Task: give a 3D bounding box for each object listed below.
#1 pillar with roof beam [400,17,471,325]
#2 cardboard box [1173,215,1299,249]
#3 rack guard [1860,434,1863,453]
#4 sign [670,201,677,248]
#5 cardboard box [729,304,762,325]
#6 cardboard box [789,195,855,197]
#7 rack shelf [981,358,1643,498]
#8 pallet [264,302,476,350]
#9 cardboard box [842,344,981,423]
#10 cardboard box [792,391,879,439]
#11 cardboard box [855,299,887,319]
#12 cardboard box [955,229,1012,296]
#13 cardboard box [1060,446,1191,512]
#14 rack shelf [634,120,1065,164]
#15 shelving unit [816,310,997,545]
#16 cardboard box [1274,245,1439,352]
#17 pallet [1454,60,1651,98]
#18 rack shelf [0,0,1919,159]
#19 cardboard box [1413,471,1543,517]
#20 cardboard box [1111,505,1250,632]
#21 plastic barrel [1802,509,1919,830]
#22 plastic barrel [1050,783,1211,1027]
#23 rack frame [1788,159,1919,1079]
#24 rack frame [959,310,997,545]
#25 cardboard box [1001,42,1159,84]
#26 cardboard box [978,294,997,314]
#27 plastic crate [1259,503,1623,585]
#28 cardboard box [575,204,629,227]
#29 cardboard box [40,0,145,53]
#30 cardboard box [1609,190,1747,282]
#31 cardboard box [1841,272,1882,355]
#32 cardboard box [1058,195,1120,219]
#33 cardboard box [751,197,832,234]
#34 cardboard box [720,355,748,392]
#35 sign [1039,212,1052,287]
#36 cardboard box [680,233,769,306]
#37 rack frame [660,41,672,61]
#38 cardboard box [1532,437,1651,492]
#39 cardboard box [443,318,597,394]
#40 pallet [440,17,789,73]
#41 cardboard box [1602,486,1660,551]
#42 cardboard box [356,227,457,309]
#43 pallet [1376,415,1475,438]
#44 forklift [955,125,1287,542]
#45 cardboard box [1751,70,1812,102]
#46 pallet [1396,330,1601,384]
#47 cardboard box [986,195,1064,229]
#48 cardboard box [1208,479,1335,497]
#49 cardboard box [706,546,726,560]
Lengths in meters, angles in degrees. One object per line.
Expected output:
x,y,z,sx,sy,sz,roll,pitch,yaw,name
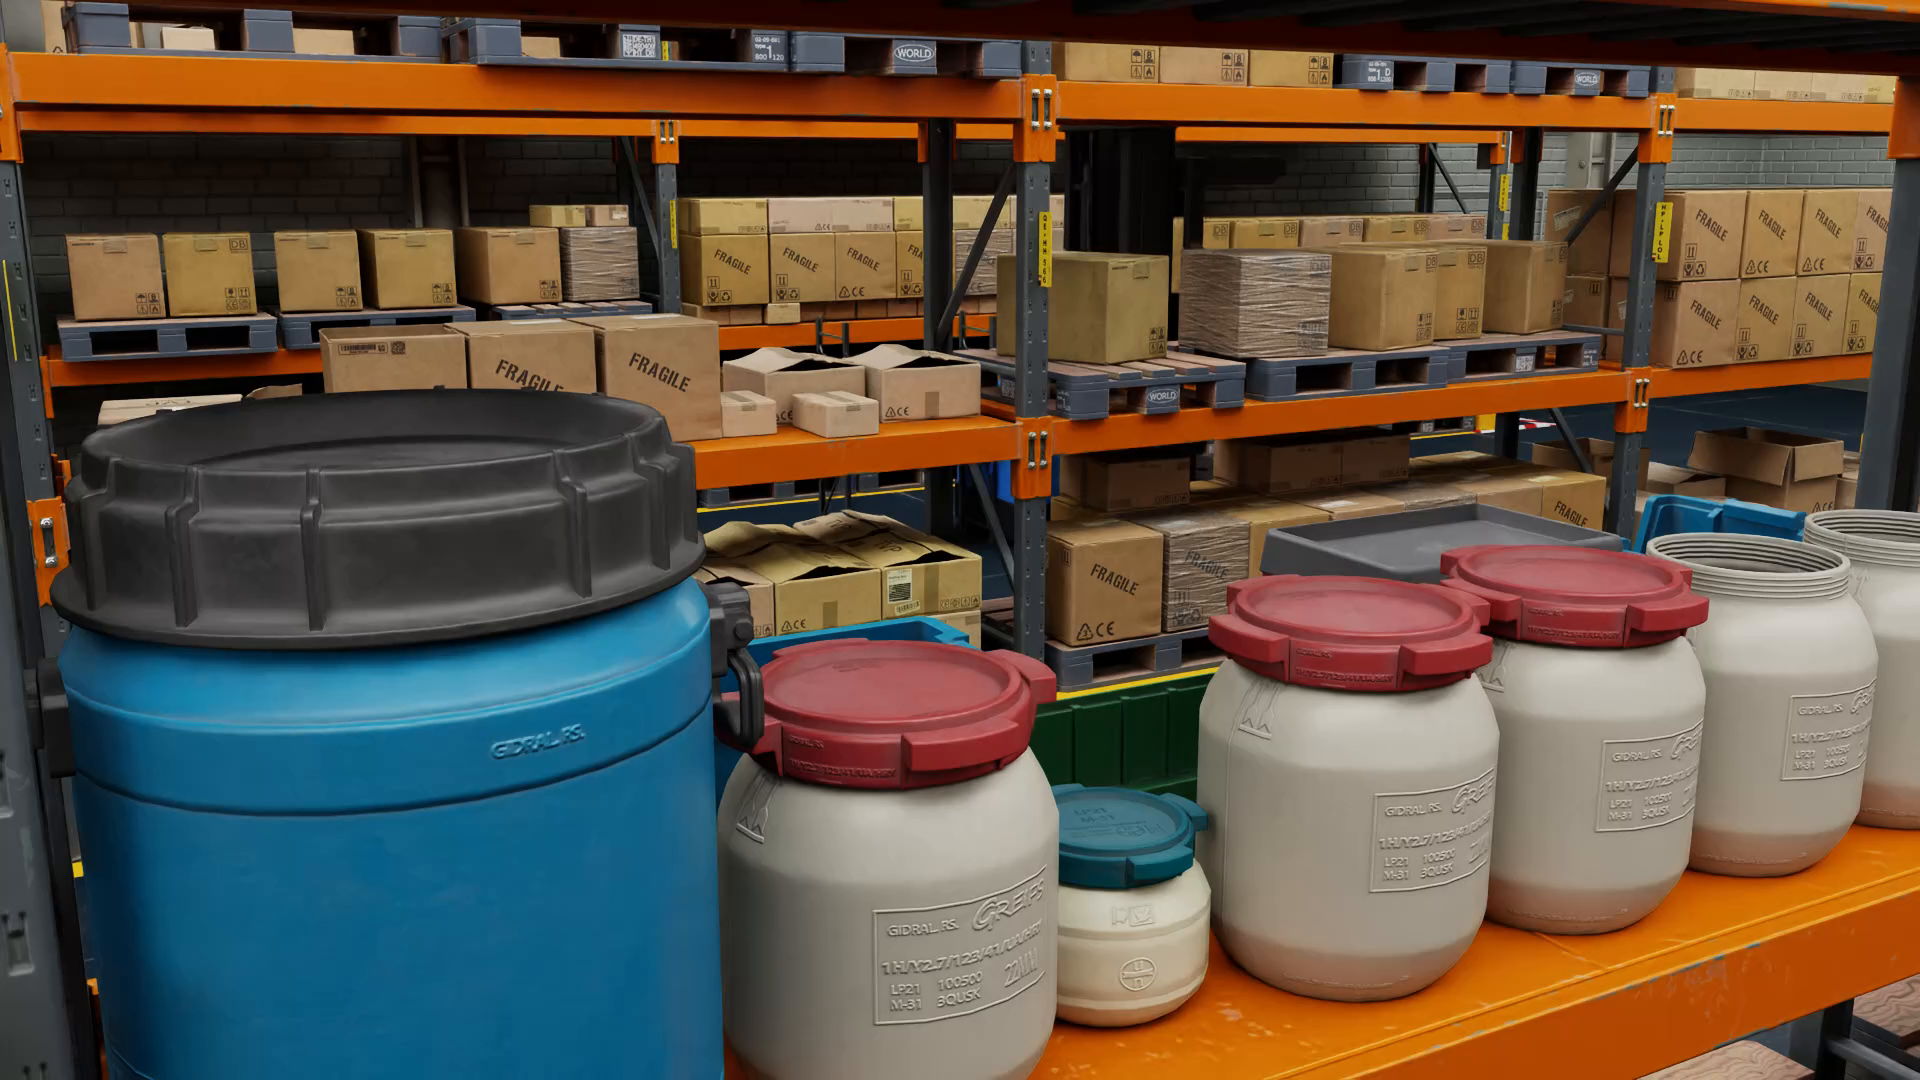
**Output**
-1.762,-3.905,7.966,0.400,9.000,9.100,-7,14,-28,pillar with roof beam
2.369,-2.475,14.591,0.700,0.700,0.980,-7,15,-29,cardboard box
7.063,-0.438,11.916,0.348,0.500,1.175,-7,14,-28,rack guard
-2.001,-2.201,11.599,0.005,0.325,0.100,-7,14,-28,sign
-1.644,-1.680,12.269,0.250,0.149,0.380,-7,14,-27,cardboard box
-1.087,-2.552,12.960,0.500,0.250,0.500,-7,15,-29,cardboard box
1.863,-0.683,8.952,4.000,0.370,1.077,-7,14,-28,rack shelf
-3.987,-1.468,11.239,1.213,0.211,1.003,-7,14,-28,pallet
-0.233,-0.750,7.815,0.500,0.311,0.500,-6,14,-24,cardboard box
-0.550,-0.553,7.308,0.250,0.149,0.380,-7,14,-28,cardboard box
-0.753,-1.796,12.784,0.250,0.149,0.380,-7,14,-27,cardboard box
0.069,-2.199,13.096,0.500,0.500,0.500,-7,14,-28,cardboard box
0.863,-0.335,8.750,0.500,0.250,0.500,-6,14,-26,cardboard box
-0.514,-3.101,12.863,4.000,0.370,1.077,-7,14,-28,rack shelf
-0.344,-0.699,10.798,1.048,1.500,0.538,-6,14,-25,shelving unit
2.097,-1.301,8.872,0.500,0.500,0.700,-12,17,-42,cardboard box
3.012,-2.561,9.254,1.003,0.211,1.213,-7,14,-28,pallet
0.722,-0.771,2.509,4.000,0.370,1.077,-7,14,-28,rack shelf
2.885,-0.082,9.334,0.500,0.500,0.500,-7,14,-28,cardboard box
1.101,0.132,8.382,0.500,0.500,0.500,-7,15,-30,cardboard box
1.677,0.226,3.018,0.421,0.512,0.421,0,13,0,plastic barrel
0.202,0.510,2.327,0.301,0.262,0.301,0,13,0,plastic barrel
2.479,0.132,3.692,0.053,2.616,0.949,-7,14,-28,rack frame
0.114,-0.747,11.013,0.032,1.500,0.500,-6,14,-25,rack frame
0.474,-2.388,7.830,0.500,0.500,0.910,-7,14,-28,cardboard box
0.171,-1.894,13.221,0.250,0.149,0.380,-7,14,-28,cardboard box
0.913,0.211,3.194,0.583,0.464,0.402,-7,14,-28,plastic crate
-2.558,-2.316,11.861,0.250,0.149,0.380,-9,16,-35,cardboard box
-5.262,-3.116,10.109,0.500,0.500,0.500,-5,13,-20,cardboard box
4.167,-1.777,9.666,0.500,0.500,0.500,-6,14,-26,cardboard box
5.530,-1.455,10.515,0.500,0.500,0.500,-7,14,-29,cardboard box
0.954,-2.670,13.482,0.500,0.250,0.500,-6,14,-26,cardboard box
-1.276,-2.402,12.293,0.500,0.250,0.500,-7,14,-29,cardboard box
-1.561,-0.986,12.599,0.750,0.750,0.750,-7,14,-29,cardboard box
0.376,-1.282,7.337,0.005,0.325,0.100,-7,14,-28,sign
-1.720,-1.983,12.140,0.500,0.500,0.500,-6,14,-26,cardboard box
-2.269,-4.705,11.519,0.127,3.000,1.000,-7,14,-28,rack frame
3.983,-0.354,10.543,0.500,0.500,0.500,-7,14,-28,cardboard box
-1.820,-0.638,6.882,0.500,0.500,0.500,-7,14,-28,cardboard box
-1.426,-1.988,6.710,1.213,0.211,1.003,-6,14,-25,pallet
4.090,-0.150,10.066,0.500,0.311,0.500,-7,14,-28,cardboard box
-3.760,-1.855,11.289,0.500,0.500,0.700,-7,14,-28,cardboard box
4.088,-1.160,15.783,1.213,0.211,1.003,-7,14,-28,pallet
1.522,-1.578,11.446,3.031,2.935,1.130,-6,14,-25,forklift
4.605,-2.690,9.740,0.500,0.250,0.500,-7,14,-28,cardboard box
2.865,-1.088,9.549,1.213,0.211,1.003,-7,14,-28,pallet
0.501,-2.618,13.252,0.500,0.250,0.500,-6,14,-27,cardboard box
1.728,-0.073,9.294,0.500,0.500,0.500,-7,15,-30,cardboard box
-1.399,0.148,7.649,0.500,0.311,0.500,-7,15,-29,cardboard box
